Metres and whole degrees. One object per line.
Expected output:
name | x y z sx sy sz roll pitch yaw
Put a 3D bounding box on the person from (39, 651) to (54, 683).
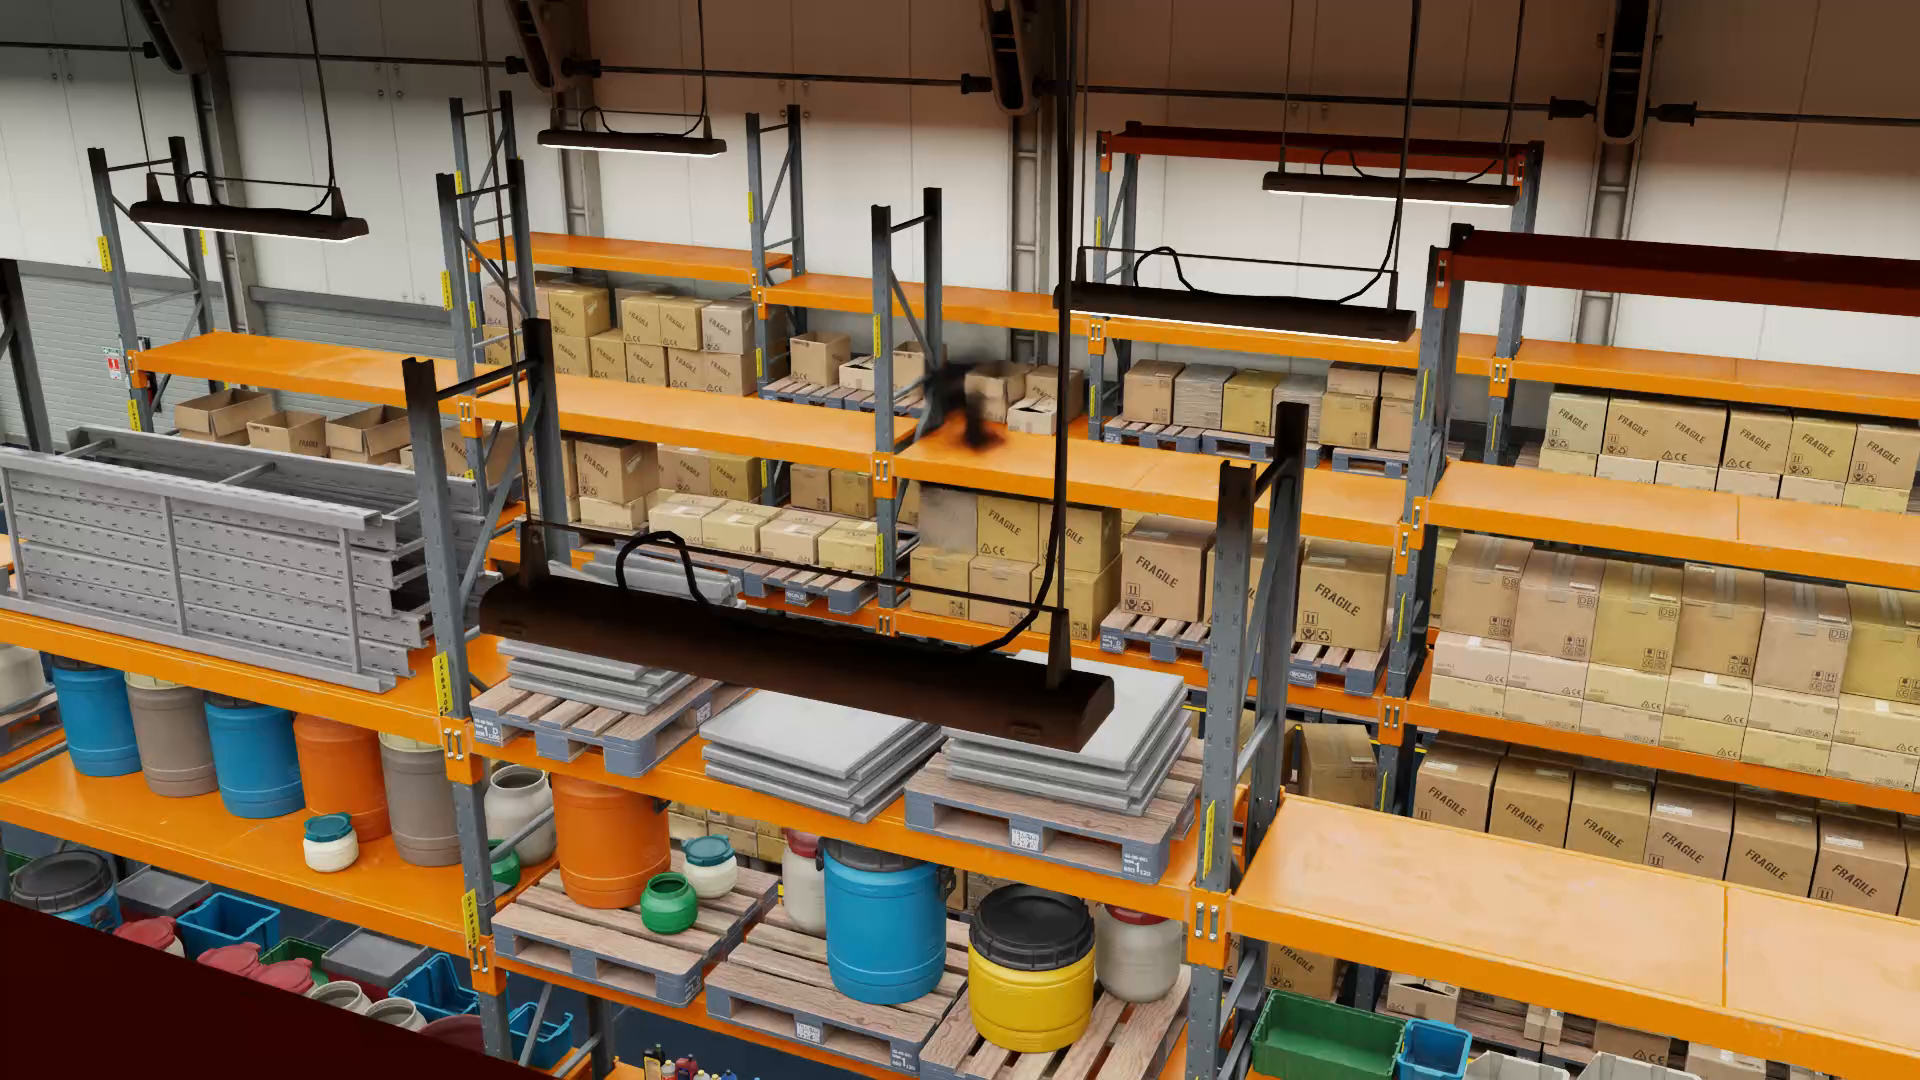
person | -9.734 1.120 17.428 0.779 1.628 0.553 -14 25 -32
